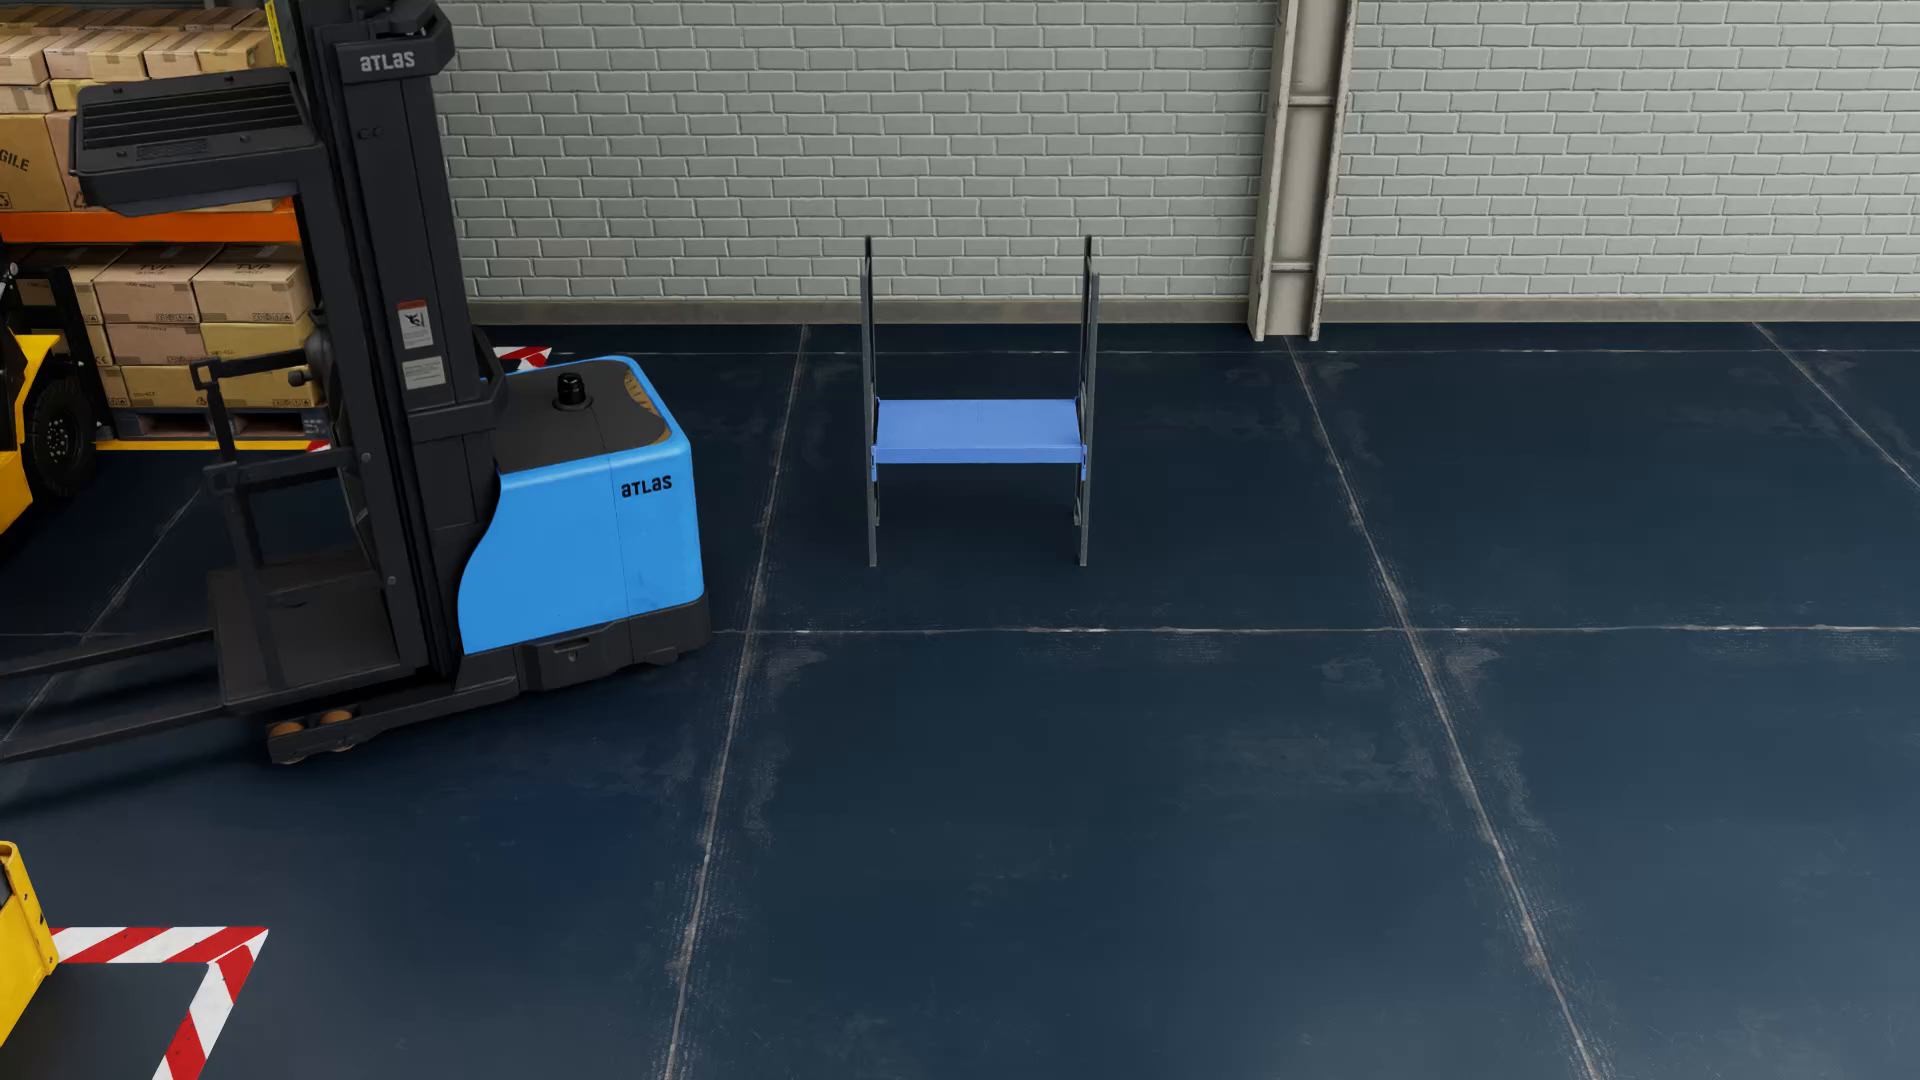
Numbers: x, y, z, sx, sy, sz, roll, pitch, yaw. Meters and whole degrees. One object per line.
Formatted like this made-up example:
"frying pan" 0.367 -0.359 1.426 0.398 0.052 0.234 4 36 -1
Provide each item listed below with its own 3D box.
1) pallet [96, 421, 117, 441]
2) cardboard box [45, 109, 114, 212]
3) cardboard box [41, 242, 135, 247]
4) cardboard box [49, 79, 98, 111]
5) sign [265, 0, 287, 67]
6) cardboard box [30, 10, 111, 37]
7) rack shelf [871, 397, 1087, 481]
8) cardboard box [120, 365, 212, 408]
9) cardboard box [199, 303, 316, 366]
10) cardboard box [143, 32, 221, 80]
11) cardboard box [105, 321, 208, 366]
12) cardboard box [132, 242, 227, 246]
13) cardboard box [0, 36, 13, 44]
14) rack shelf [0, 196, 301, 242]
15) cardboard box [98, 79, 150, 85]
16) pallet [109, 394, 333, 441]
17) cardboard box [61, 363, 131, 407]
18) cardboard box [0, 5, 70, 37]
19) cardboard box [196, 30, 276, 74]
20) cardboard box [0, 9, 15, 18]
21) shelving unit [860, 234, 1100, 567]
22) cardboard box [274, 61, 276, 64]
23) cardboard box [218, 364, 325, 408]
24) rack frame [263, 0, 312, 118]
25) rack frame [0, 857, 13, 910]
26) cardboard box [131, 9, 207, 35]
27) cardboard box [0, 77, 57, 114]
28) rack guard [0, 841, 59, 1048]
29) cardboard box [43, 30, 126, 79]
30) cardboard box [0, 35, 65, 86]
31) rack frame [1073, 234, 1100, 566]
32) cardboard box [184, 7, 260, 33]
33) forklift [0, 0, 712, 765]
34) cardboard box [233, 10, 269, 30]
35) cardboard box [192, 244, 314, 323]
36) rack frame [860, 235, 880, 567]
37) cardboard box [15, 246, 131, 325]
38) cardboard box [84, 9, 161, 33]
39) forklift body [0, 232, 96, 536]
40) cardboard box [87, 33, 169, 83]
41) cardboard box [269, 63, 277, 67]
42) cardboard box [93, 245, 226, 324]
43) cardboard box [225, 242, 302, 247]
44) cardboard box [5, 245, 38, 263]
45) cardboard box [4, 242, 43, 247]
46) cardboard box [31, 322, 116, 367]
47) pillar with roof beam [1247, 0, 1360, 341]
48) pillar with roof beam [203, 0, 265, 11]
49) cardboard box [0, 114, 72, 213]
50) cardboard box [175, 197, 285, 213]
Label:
"pallet" -5.264 -0.891 9.515 1.213 0.211 1.003 0 31 0
"cardboard box" -4.292 -2.018 8.588 0.500 0.500 0.500 1 31 1
"cardboard box" -4.764 -1.638 9.341 0.500 0.250 0.500 0 31 -1
"cardboard box" -4.390 -2.303 8.433 0.250 0.149 0.380 0 31 -1
"sign" -3.293 -2.425 8.010 0.005 0.325 0.100 0 31 0
"cardboard box" -4.656 -2.668 8.748 0.250 0.149 0.380 1 31 1
"rack shelf" 0.085 -0.488 7.955 1.000 0.185 0.538 0 31 0
"cardboard box" -4.247 -0.952 9.173 0.500 0.250 0.500 0 31 0
"cardboard box" -3.767 -1.164 9.040 0.500 0.250 0.500 -1 31 -1
"cardboard box" -3.886 -2.430 8.354 0.250 0.149 0.380 0 31 0
"cardboard box" -4.269 -1.168 9.047 0.500 0.250 0.500 0 31 -1
"cardboard box" -4.264 -1.634 9.334 0.500 0.250 0.500 0 31 0
"cardboard box" -4.915 -2.391 8.290 0.250 0.149 0.380 0 31 1
"rack shelf" -5.282 -1.796 9.012 4.000 0.370 1.077 0 31 0
"cardboard box" -4.142 -2.298 8.424 0.250 0.149 0.380 0 31 1
"pallet" -4.047 -0.893 9.519 1.213 0.211 1.003 0 31 0
"cardboard box" -4.748 -0.955 9.178 0.500 0.250 0.500 0 31 0
"cardboard box" -4.919 -2.719 8.831 0.250 0.149 0.380 -1 31 -1
"cardboard box" -3.639 -2.447 8.382 0.250 0.149 0.380 0 31 0
"cardboard box" -5.166 -2.677 8.761 0.250 0.149 0.380 0 31 0
"shelving unit" 0.085 -0.641 7.861 1.048 1.500 0.538 0 31 0
"cardboard box" -3.623 -2.563 8.861 0.250 0.149 0.380 -1 31 -2
"cardboard box" -3.750 -0.948 9.167 0.500 0.250 0.500 0 31 0
"rack frame" -3.282 -2.110 8.835 0.127 3.000 1.000 0 31 0
"rack frame" -3.248 0.465 4.592 0.127 3.000 1.000 0 31 0
"cardboard box" -4.145 -2.675 8.759 0.250 0.149 0.380 0 31 1
"cardboard box" -4.657 -2.278 8.391 0.250 0.149 0.380 -1 31 -2
"rack guard" -3.324 1.534 5.240 0.348 0.500 1.175 0 31 0
"cardboard box" -4.396 -2.453 8.392 0.250 0.149 0.380 0 31 0
"cardboard box" -4.656 -2.394 8.296 0.250 0.149 0.380 1 31 1
"rack frame" 0.594 -0.643 7.864 0.032 1.500 0.500 0 31 0
"cardboard box" -3.886 -2.698 8.797 0.250 0.149 0.380 1 31 1
"forklift" -2.669 -0.657 6.507 3.031 2.935 1.130 -13 34 -21
"cardboard box" -3.619 -2.667 8.745 0.250 0.149 0.380 -1 31 -1
"cardboard box" -3.741 -1.378 8.911 0.500 0.250 0.500 1 31 1
"rack frame" -0.423 -0.640 7.859 0.032 1.500 0.500 0 31 0
"cardboard box" -4.756 -1.367 8.893 0.500 0.250 0.500 0 31 0
"cardboard box" -4.393 -2.682 8.771 0.250 0.149 0.380 0 31 0
"forklift body" -5.167 -0.795 7.486 1.214 2.155 2.313 0 31 0
"cardboard box" -4.147 -2.415 8.330 0.250 0.149 0.380 0 31 1
"cardboard box" -3.627 -2.283 8.400 0.250 0.149 0.380 0 31 0
"cardboard box" -4.251 -1.373 8.904 0.500 0.250 0.500 0 31 1
"cardboard box" -3.764 -1.638 9.340 0.500 0.250 0.500 -1 31 -1
"cardboard box" -5.263 -1.369 8.896 0.500 0.250 0.500 -1 31 -1
"cardboard box" -5.276 -1.640 9.344 0.500 0.250 0.500 -1 31 -1
"cardboard box" -4.785 -1.155 9.026 0.500 0.250 0.500 -1 31 -1
"pillar with roof beam" 2.042 -2.926 4.397 0.400 9.000 9.100 0 31 0
"pillar with roof beam" -3.958 -2.907 4.366 0.400 9.000 9.100 0 31 0
"cardboard box" -4.804 -2.016 8.585 0.500 0.500 0.500 -1 31 -1
"cardboard box" -3.773 -2.015 8.582 0.500 0.500 0.500 -1 31 -1
